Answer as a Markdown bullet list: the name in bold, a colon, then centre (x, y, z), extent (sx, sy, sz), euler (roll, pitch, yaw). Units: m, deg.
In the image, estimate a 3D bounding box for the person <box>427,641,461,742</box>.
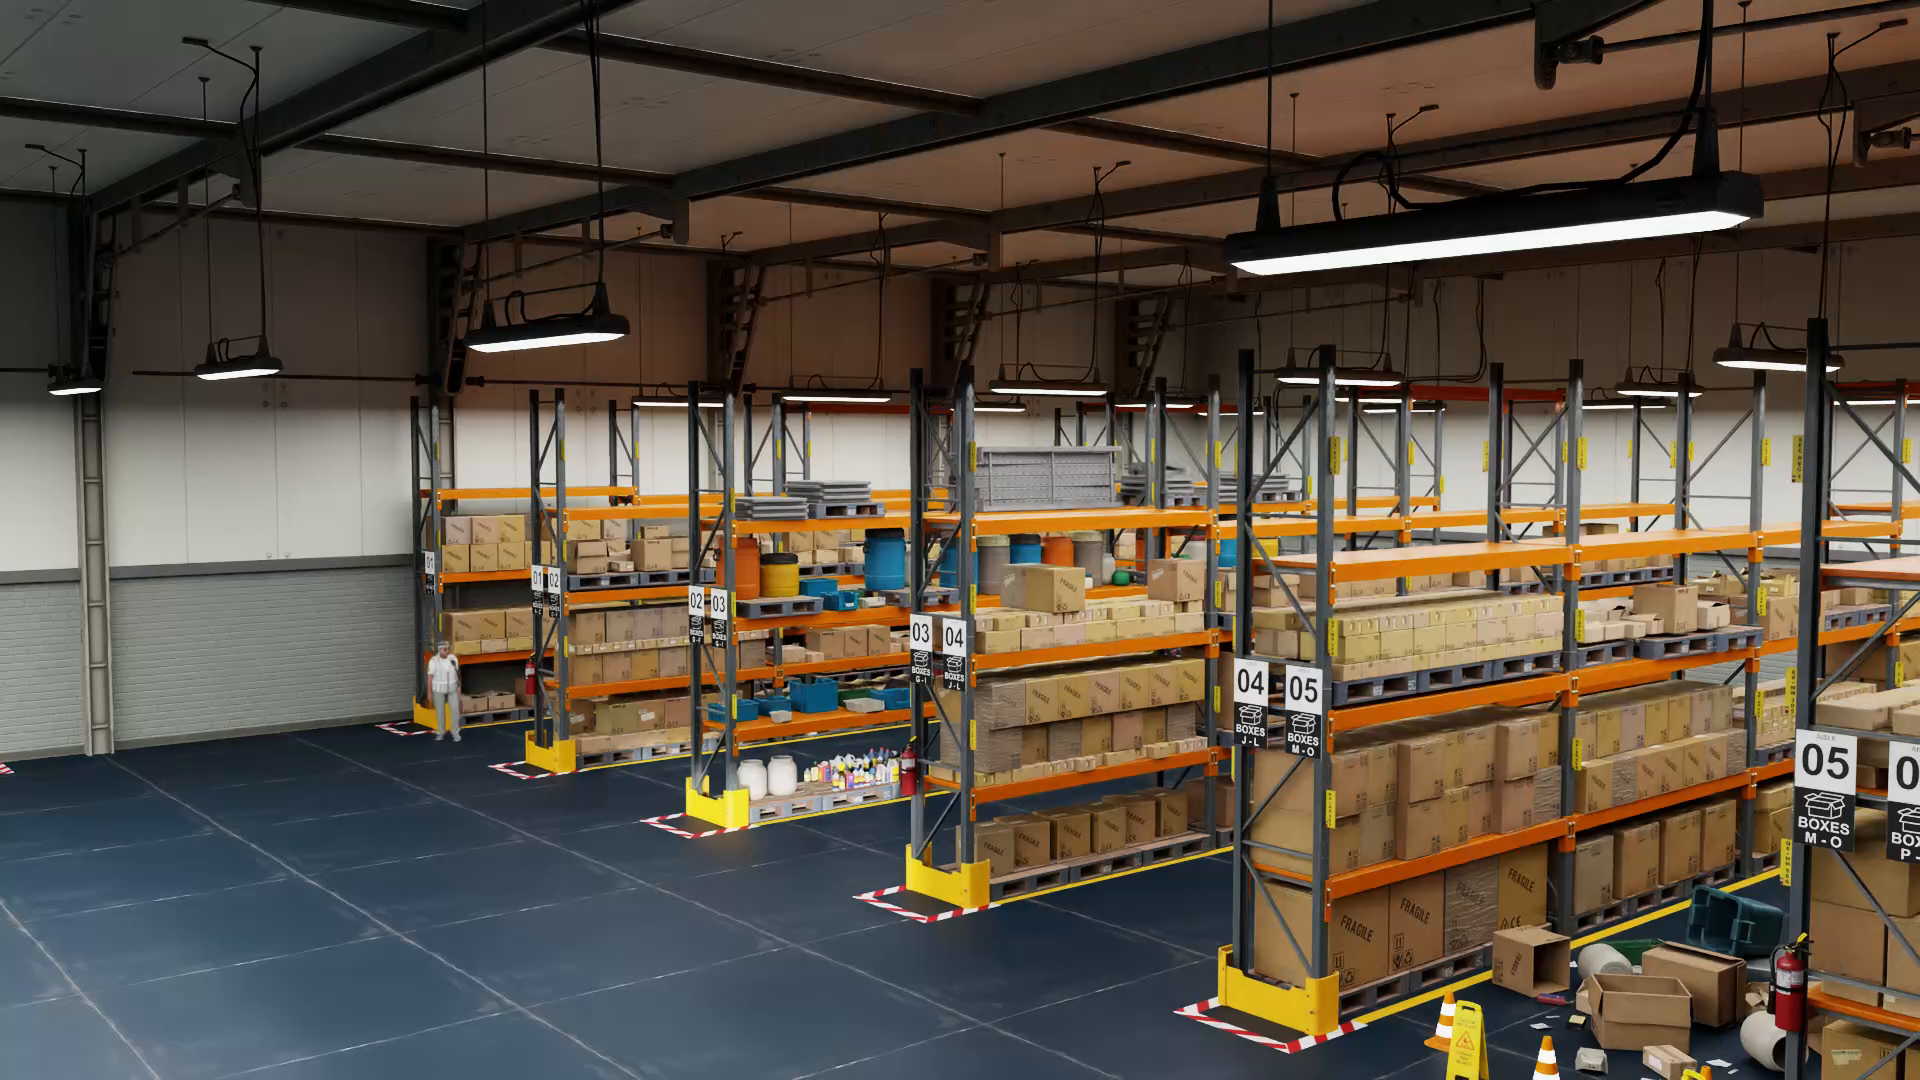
- **person**: centre (-8.923, 2.602, 28.742), extent (0.596, 1.760, 0.448), euler (-2, 4, -33)
